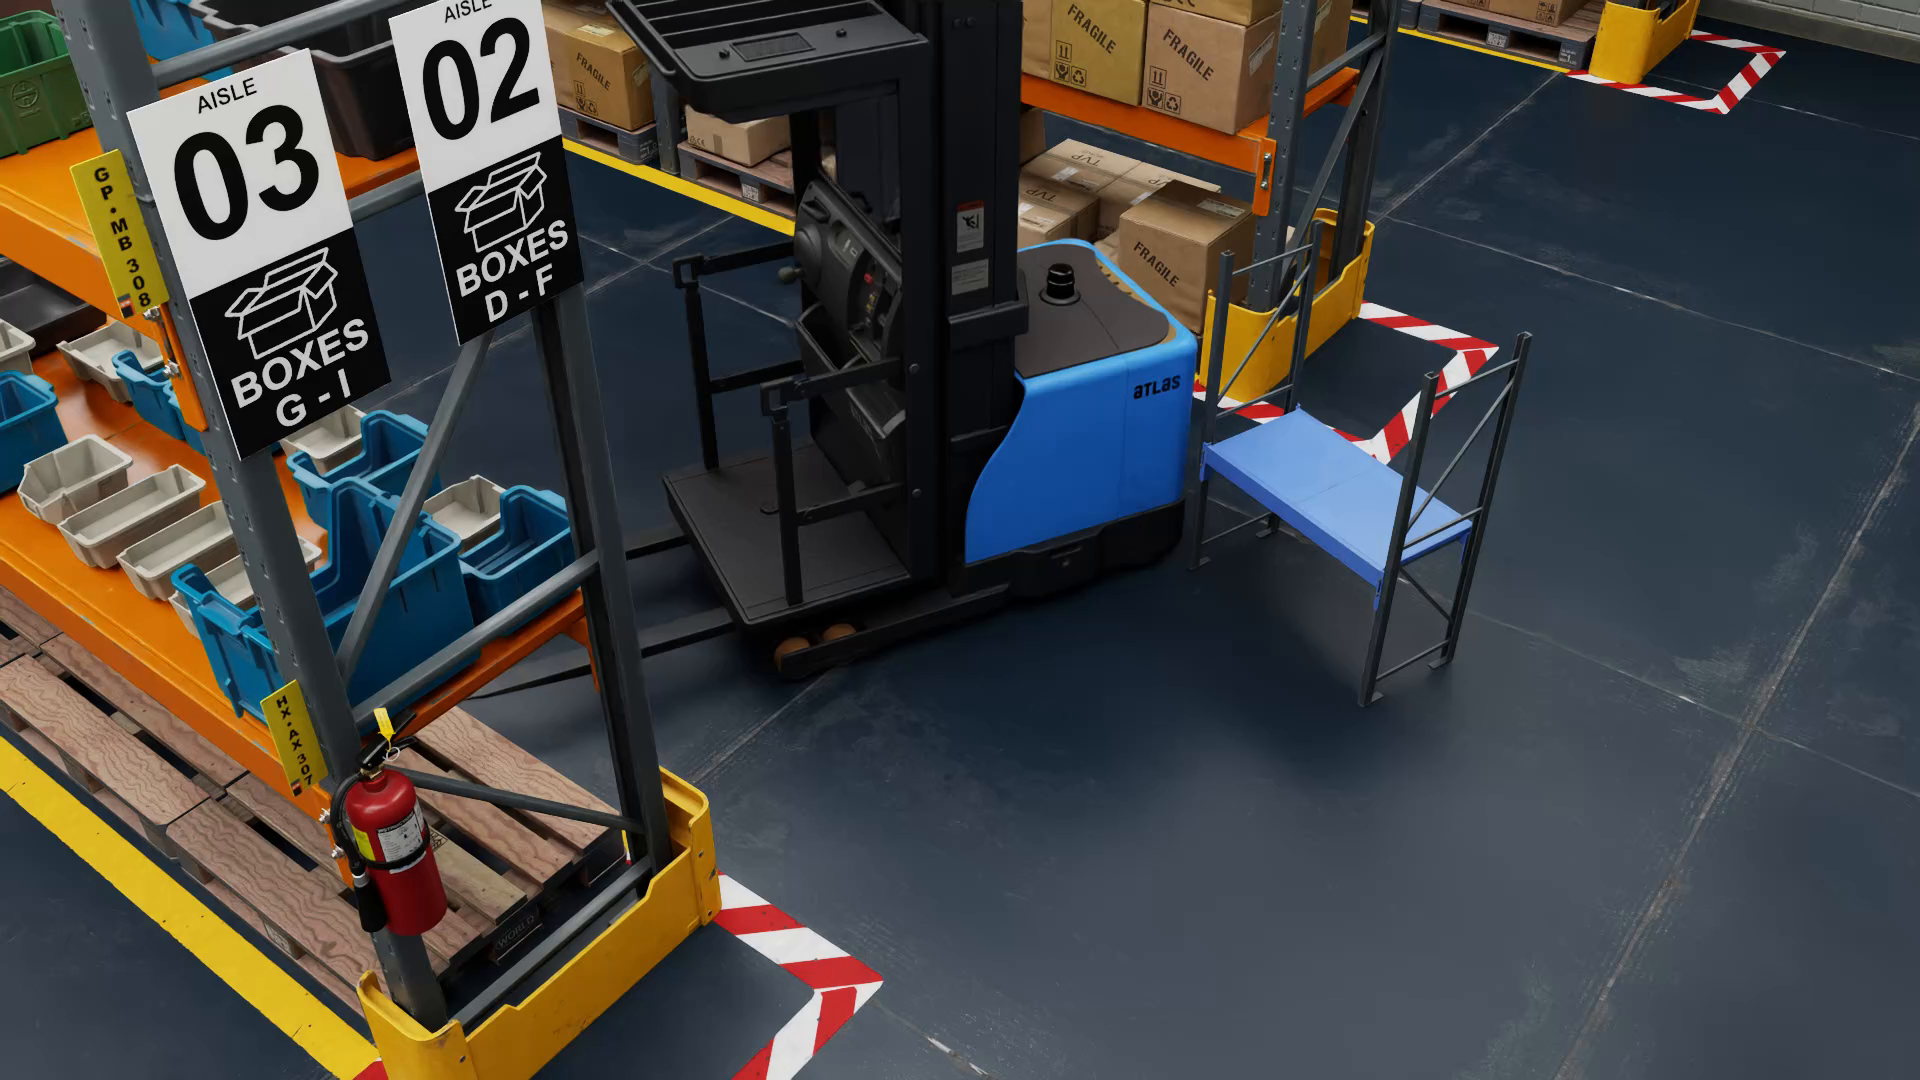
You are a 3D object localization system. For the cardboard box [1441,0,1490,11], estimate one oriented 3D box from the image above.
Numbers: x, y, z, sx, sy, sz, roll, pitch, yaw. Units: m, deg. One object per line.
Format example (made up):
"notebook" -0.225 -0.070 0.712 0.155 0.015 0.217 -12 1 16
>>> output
"cardboard box" 3.702 -4.157 11.813 0.500 0.500 0.700 25 45 28

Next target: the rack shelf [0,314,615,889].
"rack shelf" -2.891 -0.190 5.643 4.000 0.370 1.077 25 45 29

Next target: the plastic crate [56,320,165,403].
"plastic crate" -2.914 -0.637 5.796 0.466 0.136 0.293 25 45 29

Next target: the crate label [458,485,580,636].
"crate label" -1.298 0.065 4.821 0.303 0.233 0.416 25 45 29

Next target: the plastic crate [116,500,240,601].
"plastic crate" -2.281 0.024 4.952 0.243 0.136 0.396 25 45 29

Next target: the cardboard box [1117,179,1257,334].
"cardboard box" 1.128 -1.420 8.301 0.500 0.500 0.500 25 45 29

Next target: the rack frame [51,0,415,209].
"rack frame" -1.302 -2.086 2.615 0.127 3.000 1.000 25 45 29

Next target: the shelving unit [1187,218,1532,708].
"shelving unit" 1.469 -0.295 6.410 0.538 1.500 1.048 -23 43 -26

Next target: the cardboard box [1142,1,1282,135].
"cardboard box" 1.189 -2.222 7.574 0.500 0.500 0.500 27 45 30

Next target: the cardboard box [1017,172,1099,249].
"cardboard box" 0.392 -1.692 8.852 0.500 0.250 0.500 25 45 29

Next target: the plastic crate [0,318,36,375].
"plastic crate" -3.379 -0.537 5.550 0.530 0.282 0.437 25 45 29

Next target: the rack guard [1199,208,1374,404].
"rack guard" 1.650 -1.192 8.367 0.348 0.500 1.175 25 45 29

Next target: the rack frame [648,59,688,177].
"rack frame" -1.467 -3.646 9.474 0.127 3.000 1.000 25 45 29

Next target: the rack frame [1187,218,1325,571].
"rack frame" 1.184 -0.554 6.741 0.500 1.500 0.032 -23 43 -26

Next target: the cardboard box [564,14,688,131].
"cardboard box" -2.033 -2.880 10.166 0.500 0.500 0.500 25 44 28

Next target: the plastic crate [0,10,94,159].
"plastic crate" -2.259 -1.051 3.898 0.336 0.188 0.450 25 45 29

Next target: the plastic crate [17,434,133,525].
"plastic crate" -2.764 -0.170 5.200 0.250 0.136 0.298 25 45 29

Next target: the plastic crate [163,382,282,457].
"plastic crate" -2.344 -0.429 5.451 0.300 0.233 0.416 25 45 29

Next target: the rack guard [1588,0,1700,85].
"rack guard" 4.736 -3.582 11.419 0.348 0.500 1.175 25 45 29

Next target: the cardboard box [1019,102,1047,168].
"cardboard box" 0.028 -2.135 9.212 0.637 0.503 0.797 25 45 29

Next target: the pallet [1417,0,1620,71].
"pallet" 4.034 -3.738 11.854 1.213 0.211 1.003 25 45 29

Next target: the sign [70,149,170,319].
"sign" -1.624 -0.589 3.220 0.005 0.325 0.100 25 45 29

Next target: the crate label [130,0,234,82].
"crate label" -1.839 -1.350 4.229 0.502 0.251 0.408 25 45 29

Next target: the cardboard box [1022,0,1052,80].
"cardboard box" 0.382 -2.604 8.062 0.500 0.500 0.500 26 45 29

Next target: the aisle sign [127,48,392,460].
"aisle sign" -1.423 -0.577 3.445 0.004 0.787 0.394 25 45 29

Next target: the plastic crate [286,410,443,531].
"plastic crate" -1.821 -0.182 5.136 0.300 0.233 0.416 25 45 29

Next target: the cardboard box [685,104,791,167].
"cardboard box" -1.265 -2.498 9.831 0.500 0.311 0.500 25 45 29

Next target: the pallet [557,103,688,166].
"pallet" -2.136 -2.834 10.699 1.213 0.211 1.003 25 45 29

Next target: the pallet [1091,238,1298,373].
"pallet" 1.016 -1.377 8.837 1.213 0.211 1.003 25 45 29

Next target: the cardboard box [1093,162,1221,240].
"cardboard box" 1.053 -1.769 8.949 0.500 0.250 0.500 25 45 29

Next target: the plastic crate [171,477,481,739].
"plastic crate" -1.682 0.204 4.478 0.499 0.435 0.616 25 45 29

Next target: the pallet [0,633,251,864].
"pallet" -2.899 0.589 6.327 1.213 0.211 1.003 25 45 29

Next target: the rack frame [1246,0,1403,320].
"rack frame" 1.710 -2.148 7.561 0.127 3.000 1.000 25 45 29

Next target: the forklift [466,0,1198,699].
"forklift" -0.604 -0.978 6.121 3.031 2.935 1.130 -16 41 -20
